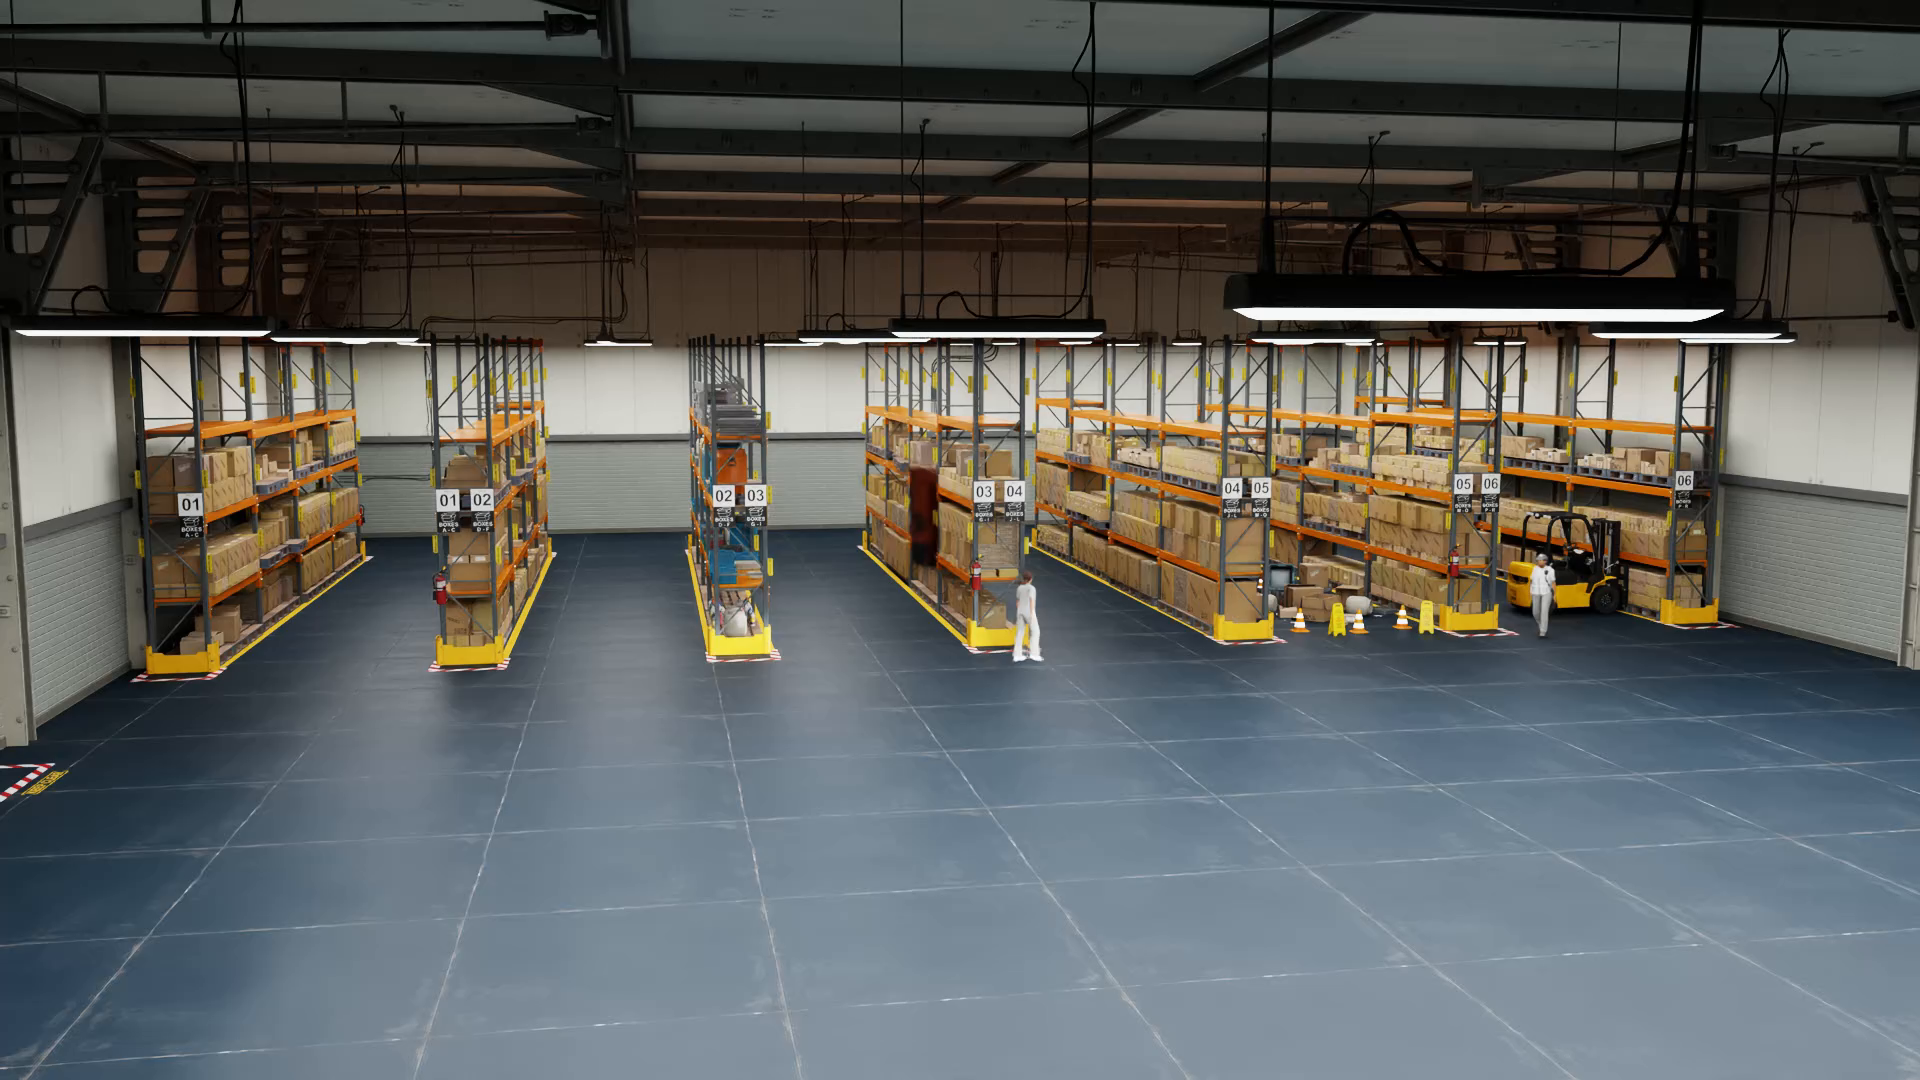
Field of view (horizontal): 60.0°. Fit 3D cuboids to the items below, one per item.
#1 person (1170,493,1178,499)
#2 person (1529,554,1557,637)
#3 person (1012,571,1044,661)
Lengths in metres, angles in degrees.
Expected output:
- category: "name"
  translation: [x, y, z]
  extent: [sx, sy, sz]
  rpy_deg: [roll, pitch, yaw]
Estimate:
- category: "person"
  translation: [6.034, -0.485, 46.500]
  extent: [0.550, 1.779, 0.632]
  rpy_deg: [5, 8, 36]
- category: "person"
  translation: [11.698, 1.085, 33.374]
  extent: [0.523, 1.621, 0.906]
  rpy_deg: [4, 8, 31]
- category: "person"
  translation: [1.214, 1.414, 30.617]
  extent: [0.494, 1.696, 0.646]
  rpy_deg: [6, 9, 44]
